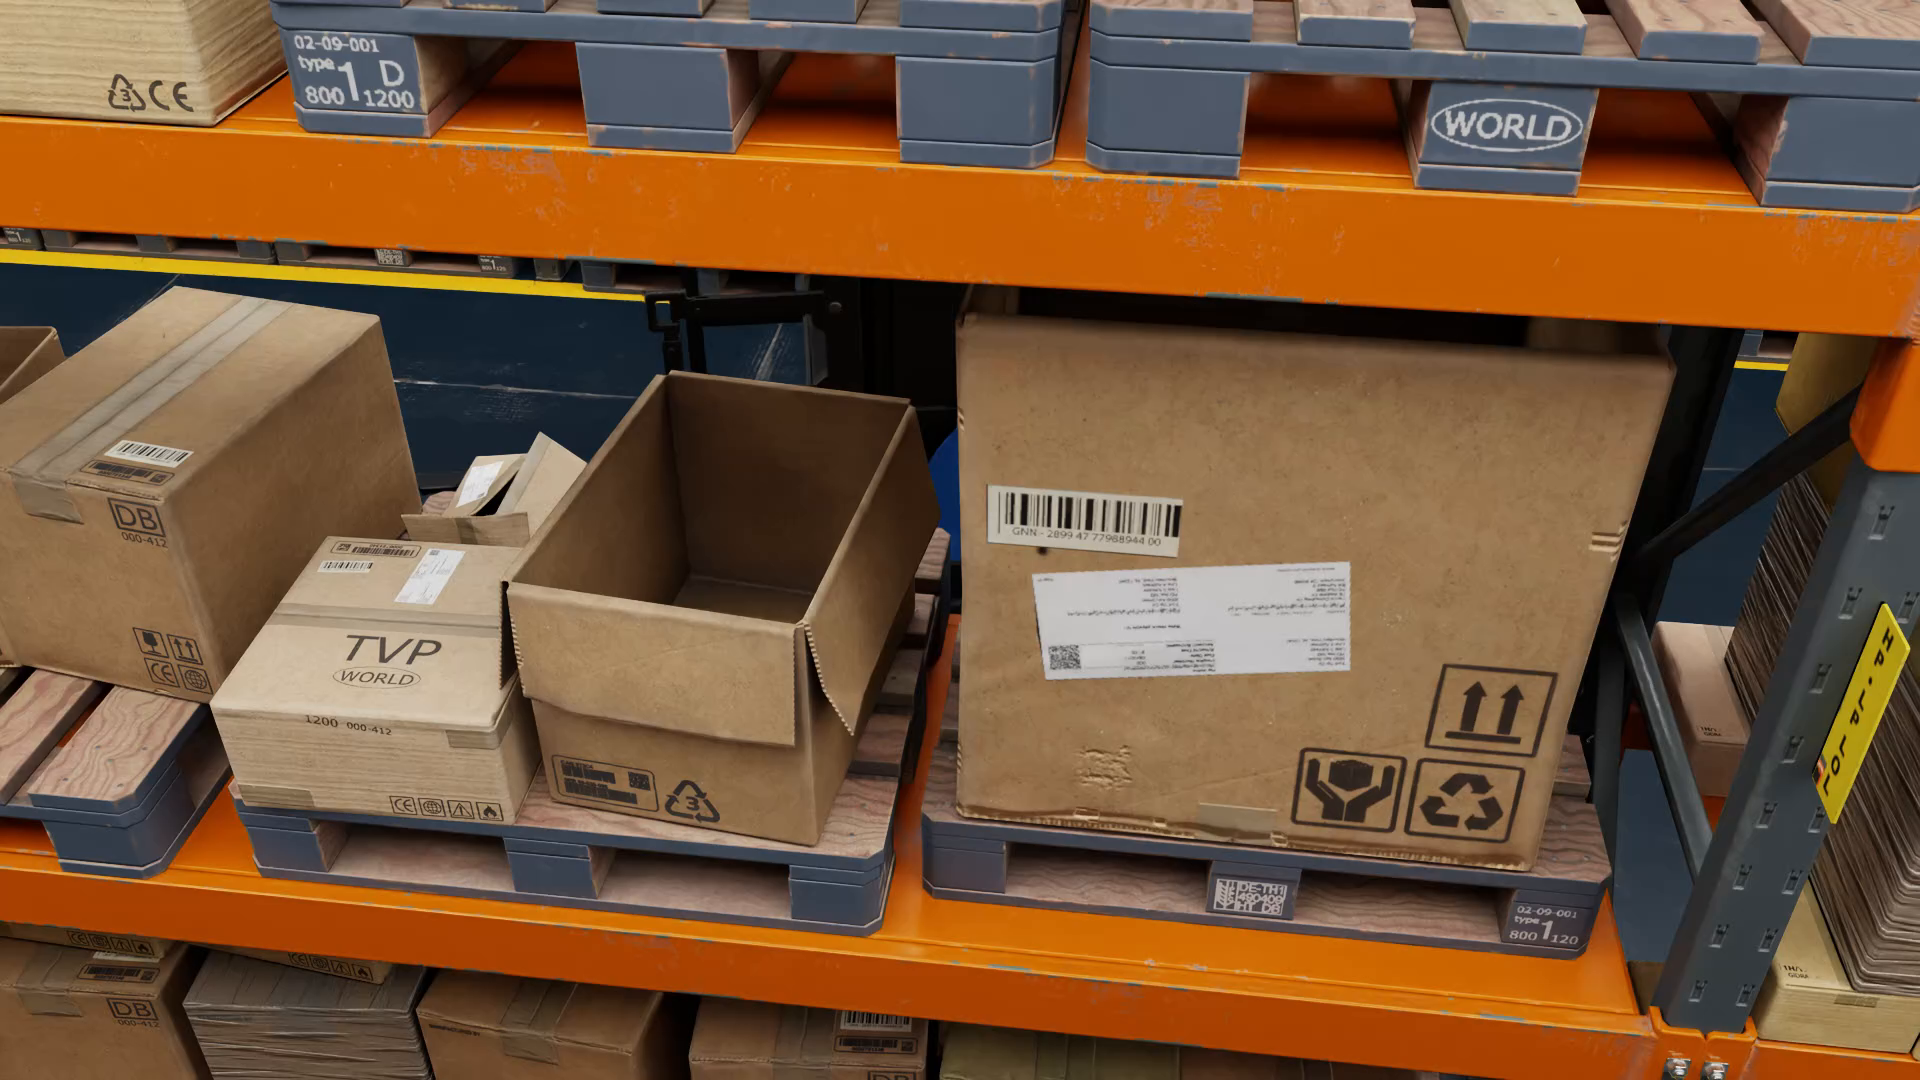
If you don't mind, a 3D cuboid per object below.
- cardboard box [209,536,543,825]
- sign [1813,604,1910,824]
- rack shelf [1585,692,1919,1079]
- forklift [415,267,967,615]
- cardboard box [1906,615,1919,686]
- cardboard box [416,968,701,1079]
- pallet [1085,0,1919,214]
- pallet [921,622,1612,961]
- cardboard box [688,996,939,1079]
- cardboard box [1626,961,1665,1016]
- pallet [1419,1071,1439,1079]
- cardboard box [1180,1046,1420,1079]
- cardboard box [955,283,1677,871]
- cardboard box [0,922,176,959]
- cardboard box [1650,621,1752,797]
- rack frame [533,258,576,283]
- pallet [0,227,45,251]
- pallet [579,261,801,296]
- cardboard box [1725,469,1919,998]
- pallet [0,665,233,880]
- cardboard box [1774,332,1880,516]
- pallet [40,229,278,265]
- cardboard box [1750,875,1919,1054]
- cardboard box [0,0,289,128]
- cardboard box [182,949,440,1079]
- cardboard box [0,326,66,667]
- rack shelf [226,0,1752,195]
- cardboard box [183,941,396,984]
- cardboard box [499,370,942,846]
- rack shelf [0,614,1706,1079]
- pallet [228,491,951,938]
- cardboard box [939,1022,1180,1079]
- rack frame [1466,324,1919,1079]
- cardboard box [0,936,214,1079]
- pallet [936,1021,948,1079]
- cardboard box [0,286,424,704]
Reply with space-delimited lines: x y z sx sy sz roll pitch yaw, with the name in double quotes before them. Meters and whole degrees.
"cardboard box" -1.011 0.249 3.087 0.500 0.250 0.500 3 36 5
"sign" 1.257 0.247 2.326 0.005 0.325 0.100 4 36 6
"rack shelf" 3.307 0.839 3.112 4.000 0.370 1.077 4 36 6
"forklift" -1.887 0.792 2.617 6.157 2.935 7.442 -3 36 -5
"cardboard box" 1.738 0.009 2.453 0.500 0.500 0.500 4 36 6
"cardboard box" -0.862 1.050 3.970 0.500 0.500 0.700 7 36 10
"pallet" 0.725 -0.854 2.444 1.003 0.211 1.213 4 36 6
"pallet" 0.584 0.336 3.363 1.213 0.211 1.003 4 36 6
"cardboard box" -0.308 1.091 3.912 0.500 0.500 0.700 1 36 2
"cardboard box" 1.715 1.297 3.641 0.500 0.500 0.500 3 36 5
"pallet" 0.551 1.476 4.000 1.213 0.211 1.003 4 36 6
"cardboard box" 0.717 1.178 3.790 0.500 0.500 0.700 2 36 2
"cardboard box" 0.554 -0.157 3.009 1.000 1.000 1.000 4 36 6
"cardboard box" -1.975 0.667 3.860 0.500 0.250 0.500 6 36 8
"cardboard box" 1.574 0.347 3.398 0.250 0.149 0.380 4 36 6
"rack frame" -1.912 -2.748 7.519 0.127 3.000 1.000 4 36 6
"pallet" -5.107 -1.853 8.664 1.213 0.211 1.003 4 36 6
"pallet" -1.139 -1.512 8.186 1.213 0.211 1.003 4 36 6
"cardboard box" 1.762 0.305 2.898 0.500 0.500 0.875 4 36 6
"pallet" -1.923 0.171 3.593 1.003 0.211 1.213 4 36 6
"cardboard box" 1.805 -0.296 2.880 0.500 0.500 0.500 4 36 6
"pallet" -3.893 -1.764 8.540 1.213 0.211 1.003 4 36 6
"cardboard box" 1.499 0.689 2.918 0.250 0.149 0.380 4 36 6
"cardboard box" -1.190 -0.806 2.344 0.500 0.250 0.500 5 36 7
"cardboard box" -1.425 1.012 4.023 0.500 0.500 0.700 1 36 2
"cardboard box" -2.103 -0.093 3.350 0.500 0.500 0.500 0 36 0
"rack shelf" -0.660 -0.787 2.578 3.809 0.052 0.919 4 36 6
"cardboard box" -1.448 0.701 3.814 0.500 0.250 0.500 8 36 11
"cardboard box" -0.407 0.110 3.063 0.637 0.503 0.797 8 36 11
"rack shelf" -0.660 0.543 3.527 4.000 0.370 1.077 4 36 6
"pallet" -0.675 0.303 3.409 1.213 0.211 1.003 4 36 6
"cardboard box" 0.247 1.132 3.854 0.500 0.500 0.700 4 36 6
"rack frame" 1.324 0.398 3.110 0.127 3.000 1.000 4 36 6
"cardboard box" -1.977 0.978 4.070 0.500 0.500 0.700 2 36 3
"pallet" -0.662 1.387 4.124 1.213 0.211 1.003 4 36 6
"cardboard box" -1.537 -0.109 3.373 0.500 0.500 0.700 9 37 13
